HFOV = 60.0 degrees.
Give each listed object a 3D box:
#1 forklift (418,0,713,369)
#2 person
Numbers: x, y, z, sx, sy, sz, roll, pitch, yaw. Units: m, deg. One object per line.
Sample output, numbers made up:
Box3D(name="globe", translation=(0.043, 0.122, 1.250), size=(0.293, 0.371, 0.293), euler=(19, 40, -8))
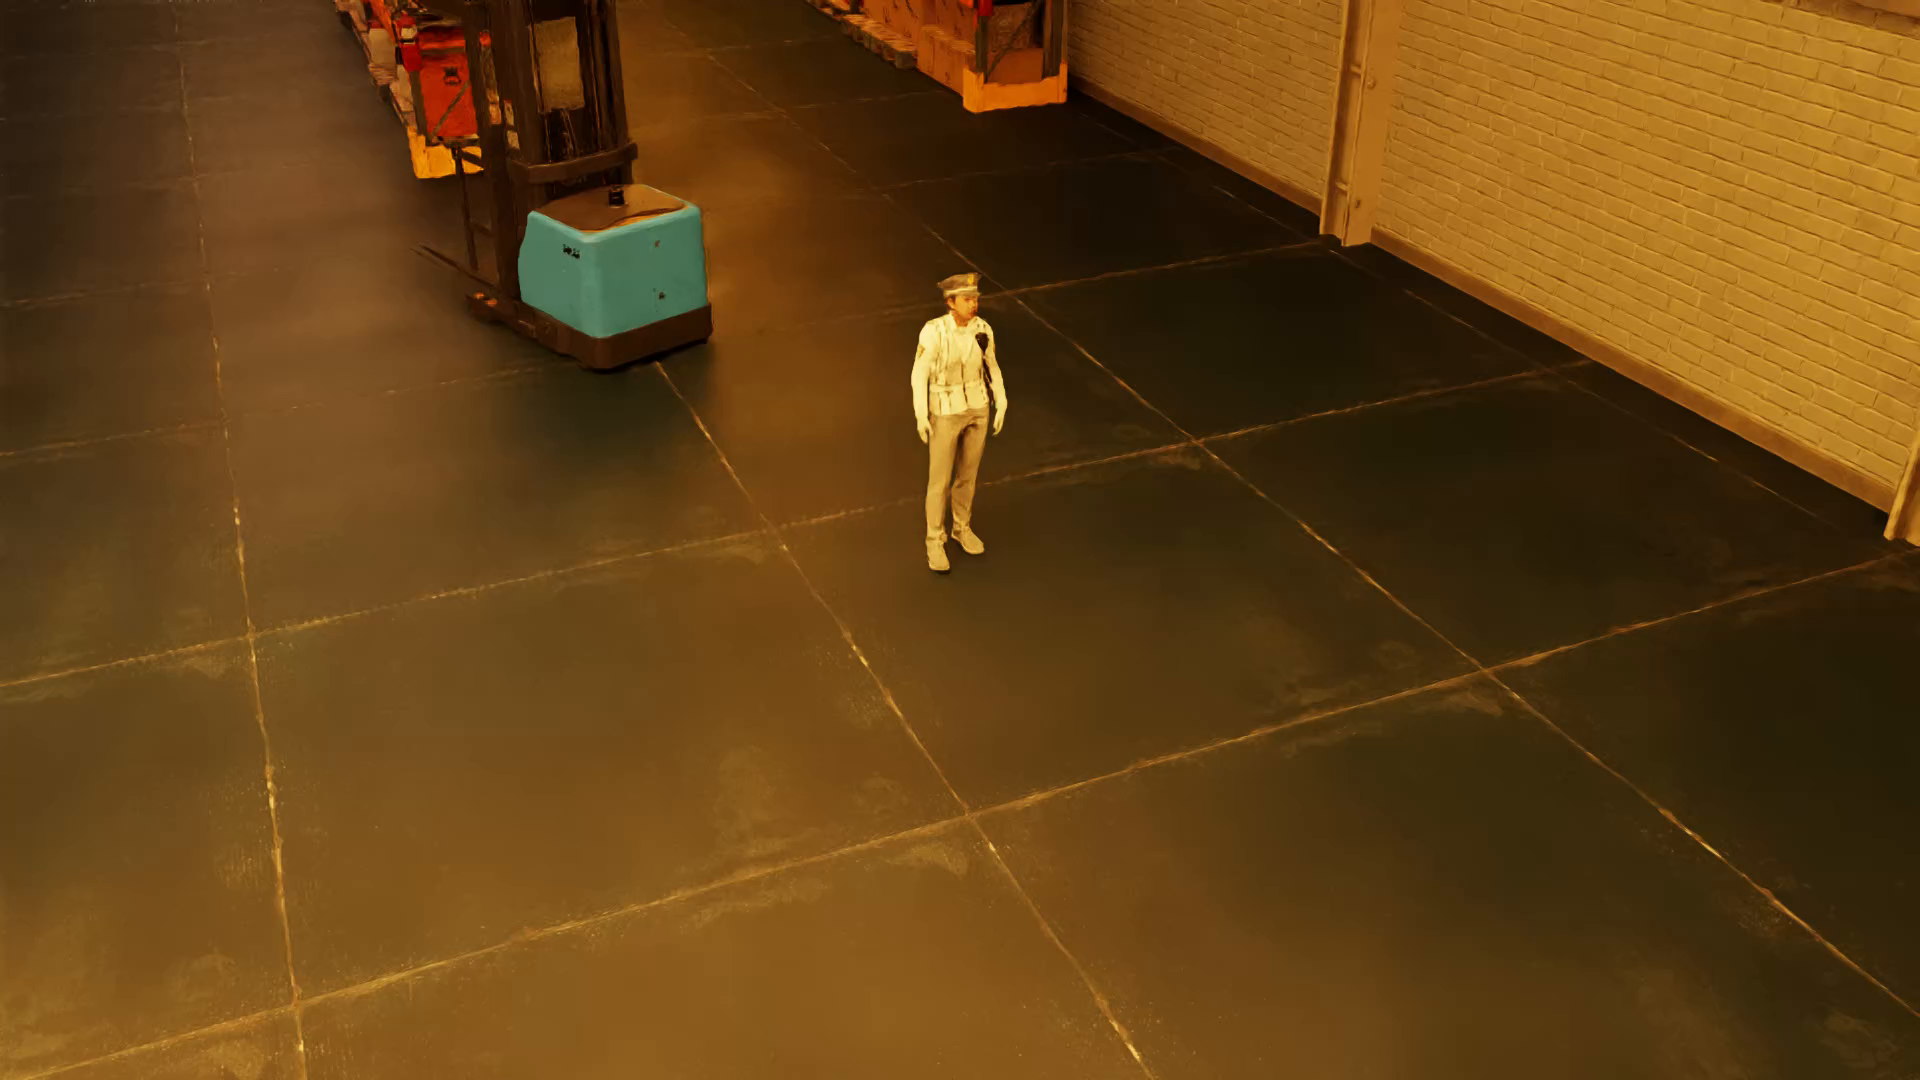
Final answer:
Box3D(name="forklift", translation=(-3.268, -3.156, 12.639), size=(1.130, 2.935, 3.031), euler=(-25, 38, -37))
Box3D(name="person", translation=(0.021, -0.710, 9.592), size=(0.586, 1.695, 0.532), euler=(-12, 32, -20))
